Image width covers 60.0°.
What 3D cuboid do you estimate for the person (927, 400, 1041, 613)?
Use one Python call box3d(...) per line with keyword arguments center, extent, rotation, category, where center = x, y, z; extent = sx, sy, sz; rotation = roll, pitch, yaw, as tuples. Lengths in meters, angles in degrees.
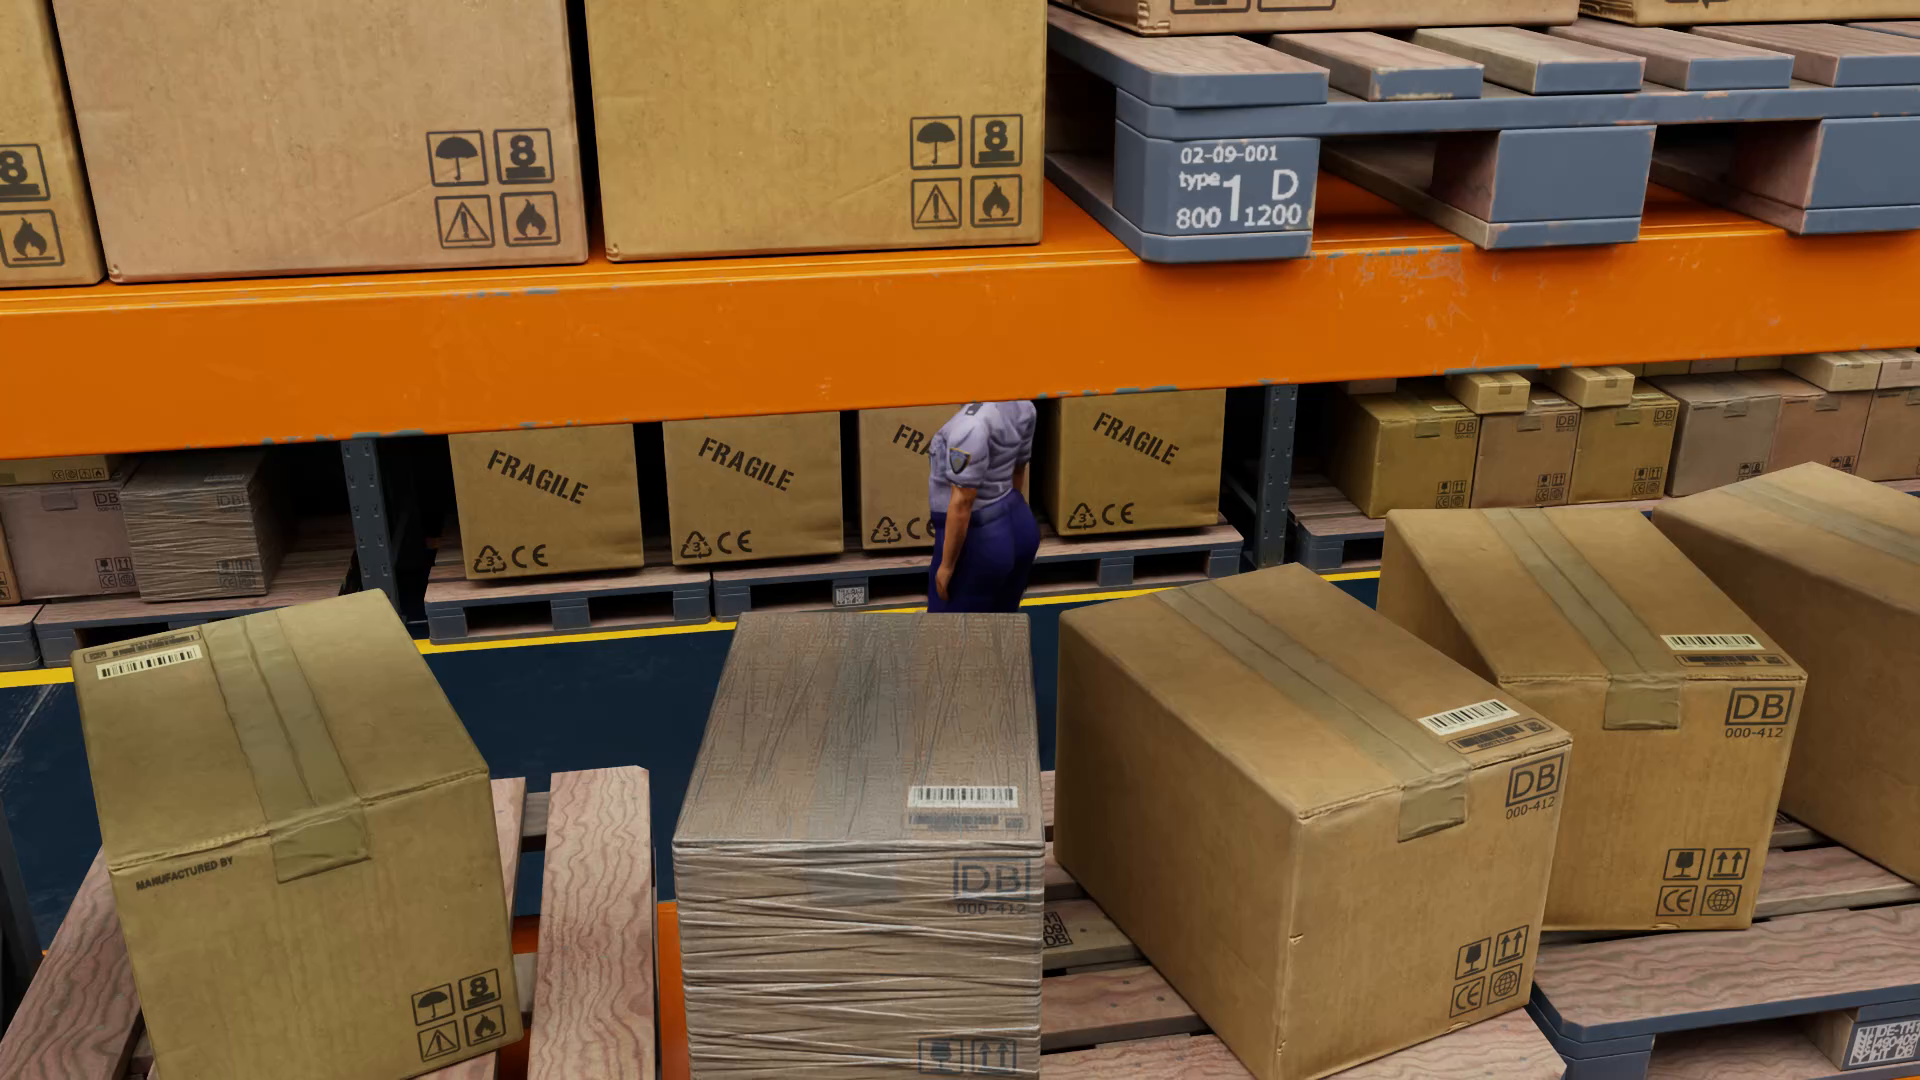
box3d(center=(0.043, 0.049, 6.037), extent=(0.398, 1.685, 0.577), rotation=(14, 27, 29), category="person")
